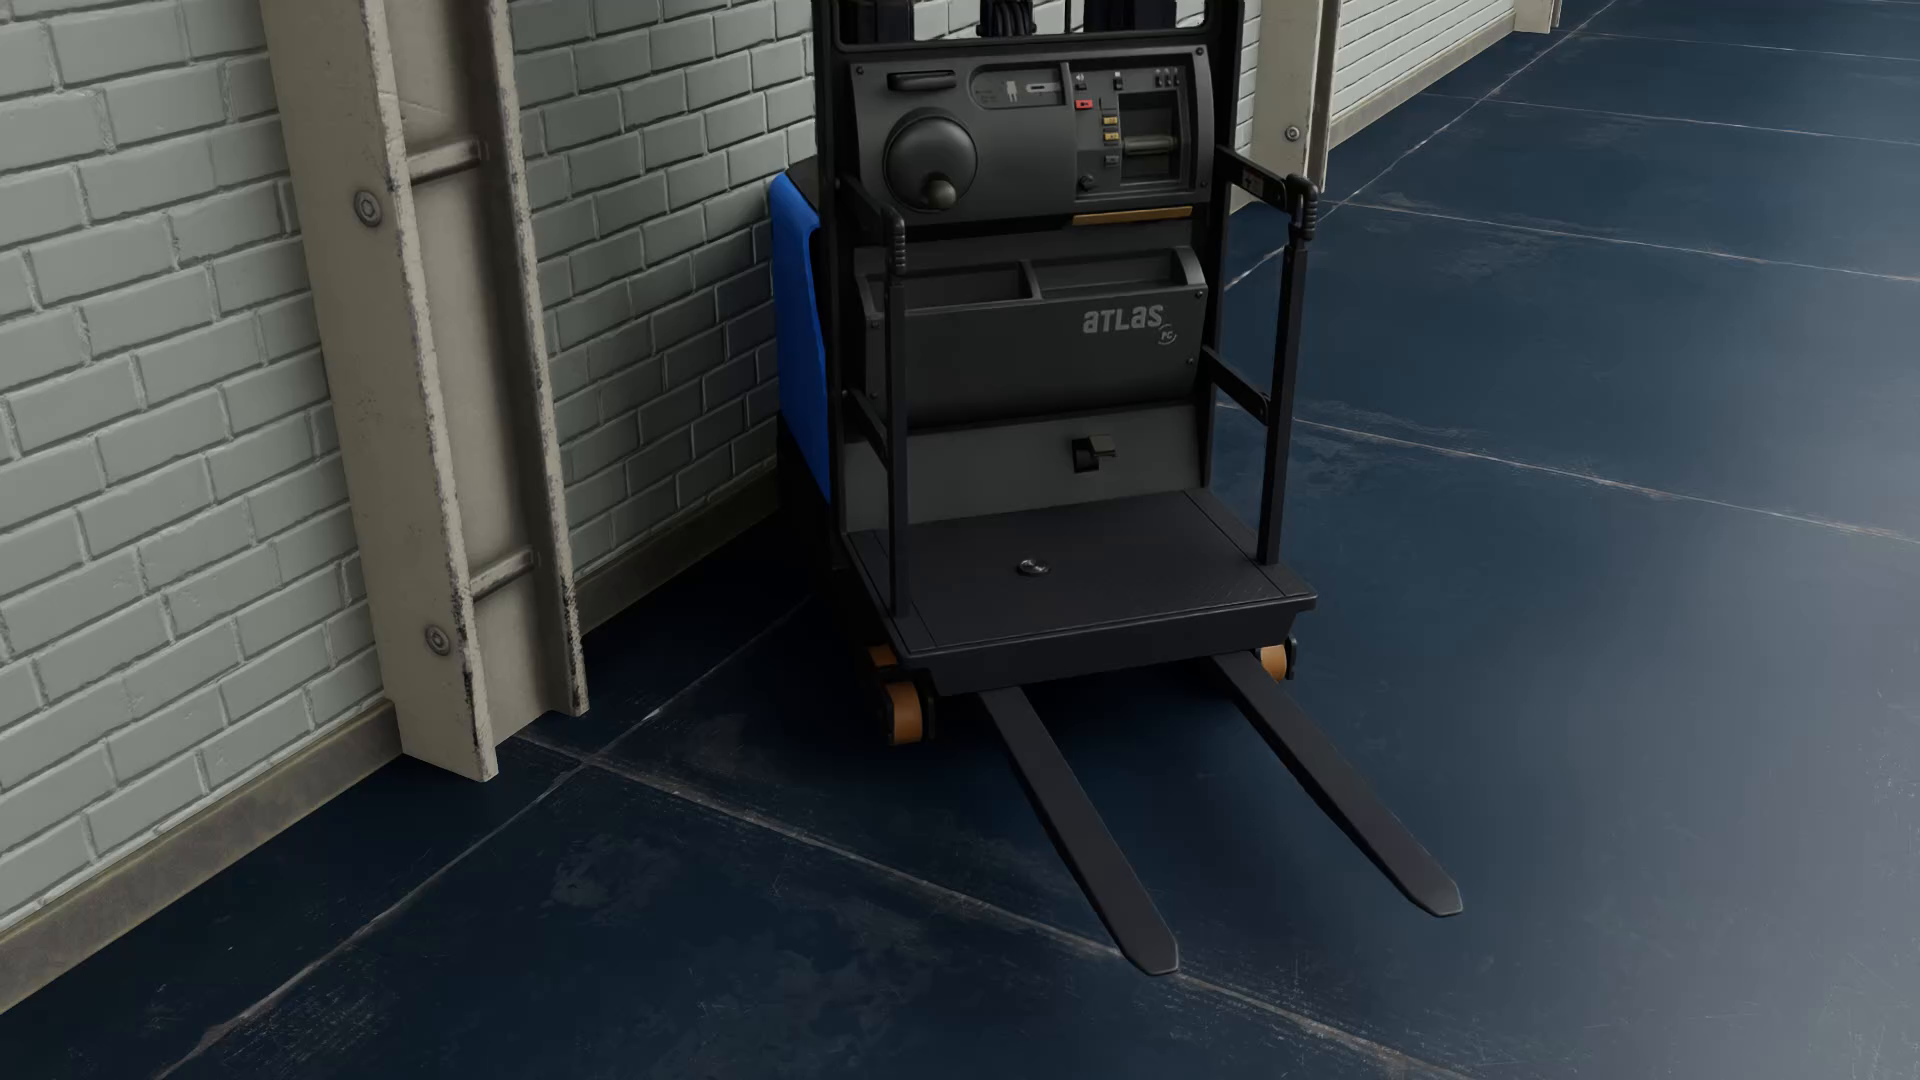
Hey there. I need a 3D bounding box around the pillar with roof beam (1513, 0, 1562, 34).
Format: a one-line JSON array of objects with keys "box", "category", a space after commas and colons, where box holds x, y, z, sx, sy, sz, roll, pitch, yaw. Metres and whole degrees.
[{"box": [8.451, -7.270, 9.719, 9.100, 9.000, 0.400, 14, 30, 26], "category": "pillar with roof beam"}]

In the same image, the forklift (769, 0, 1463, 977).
[{"box": [0.252, -0.986, 3.946, 1.130, 2.935, 3.031, -7, 28, -15], "category": "forklift"}]

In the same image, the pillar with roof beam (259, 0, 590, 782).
[{"box": [2.548, -2.593, 0.377, 9.100, 9.000, 0.400, 14, 30, 26], "category": "pillar with roof beam"}]

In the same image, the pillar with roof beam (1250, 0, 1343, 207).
[{"box": [5.499, -4.931, 5.048, 9.100, 9.000, 0.400, 14, 30, 26], "category": "pillar with roof beam"}]
